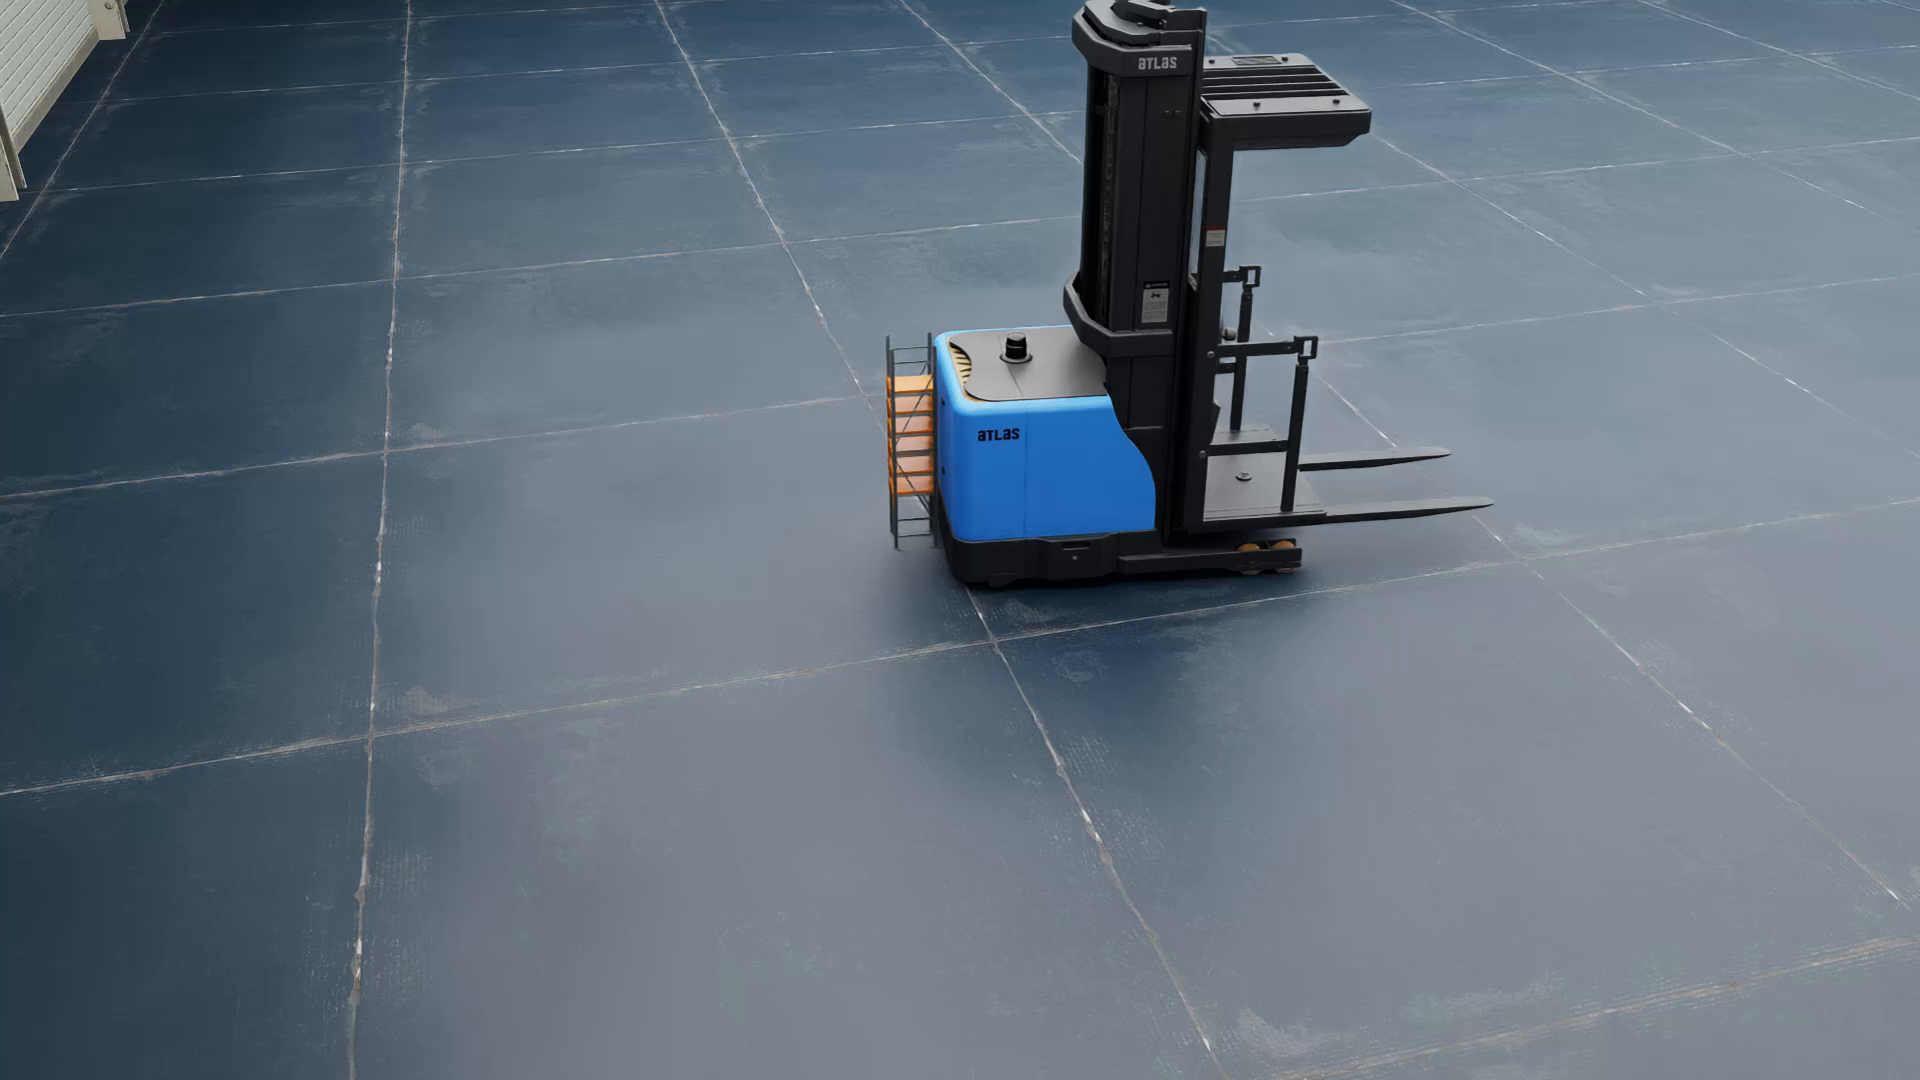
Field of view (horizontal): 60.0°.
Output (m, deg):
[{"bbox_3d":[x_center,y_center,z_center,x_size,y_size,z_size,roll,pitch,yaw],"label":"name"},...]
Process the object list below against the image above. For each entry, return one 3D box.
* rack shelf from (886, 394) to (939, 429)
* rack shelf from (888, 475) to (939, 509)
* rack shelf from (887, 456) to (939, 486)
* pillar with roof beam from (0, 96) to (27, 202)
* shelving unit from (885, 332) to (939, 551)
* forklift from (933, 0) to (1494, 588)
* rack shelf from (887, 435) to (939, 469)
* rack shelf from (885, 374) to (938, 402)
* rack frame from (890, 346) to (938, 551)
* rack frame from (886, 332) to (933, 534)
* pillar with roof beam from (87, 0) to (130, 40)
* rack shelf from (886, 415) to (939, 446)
[{"bbox_3d":[-0.255,-0.685,8.845,0.258,0.103,0.180,-5,30,-8],"label":"rack shelf"},{"bbox_3d":[-0.255,-0.269,9.085,0.258,0.103,0.180,-5,30,-8],"label":"rack shelf"},{"bbox_3d":[-0.255,-0.373,9.025,0.258,0.103,0.180,-5,30,-8],"label":"rack shelf"},{"bbox_3d":[-4.154,-7.463,13.161,9.100,9.000,0.400,-8,31,-13],"label":"pillar with roof beam"},{"bbox_3d":[-0.255,-0.515,8.943,0.258,1.200,0.189,-5,30,-8],"label":"shelving unit"},{"bbox_3d":[1.399,-1.339,8.638,3.031,2.935,1.130,-4,30,-7],"label":"forklift"},{"bbox_3d":[-0.255,-0.477,8.965,0.258,0.103,0.180,-5,30,-8],"label":"rack shelf"},{"bbox_3d":[-0.255,-0.788,8.785,0.258,0.103,0.180,-5,30,-8],"label":"rack shelf"},{"bbox_3d":[-0.241,-0.470,8.864,0.240,1.200,0.006,-5,30,-8],"label":"rack frame"},{"bbox_3d":[-0.269,-0.561,9.021,0.240,1.200,0.006,-5,30,-8],"label":"rack frame"},{"bbox_3d":[-5.747,-10.361,18.168,9.100,9.000,0.400,-8,31,-13],"label":"pillar with roof beam"},{"bbox_3d":[-0.255,-0.581,8.905,0.258,0.103,0.180,-5,30,-8],"label":"rack shelf"}]
